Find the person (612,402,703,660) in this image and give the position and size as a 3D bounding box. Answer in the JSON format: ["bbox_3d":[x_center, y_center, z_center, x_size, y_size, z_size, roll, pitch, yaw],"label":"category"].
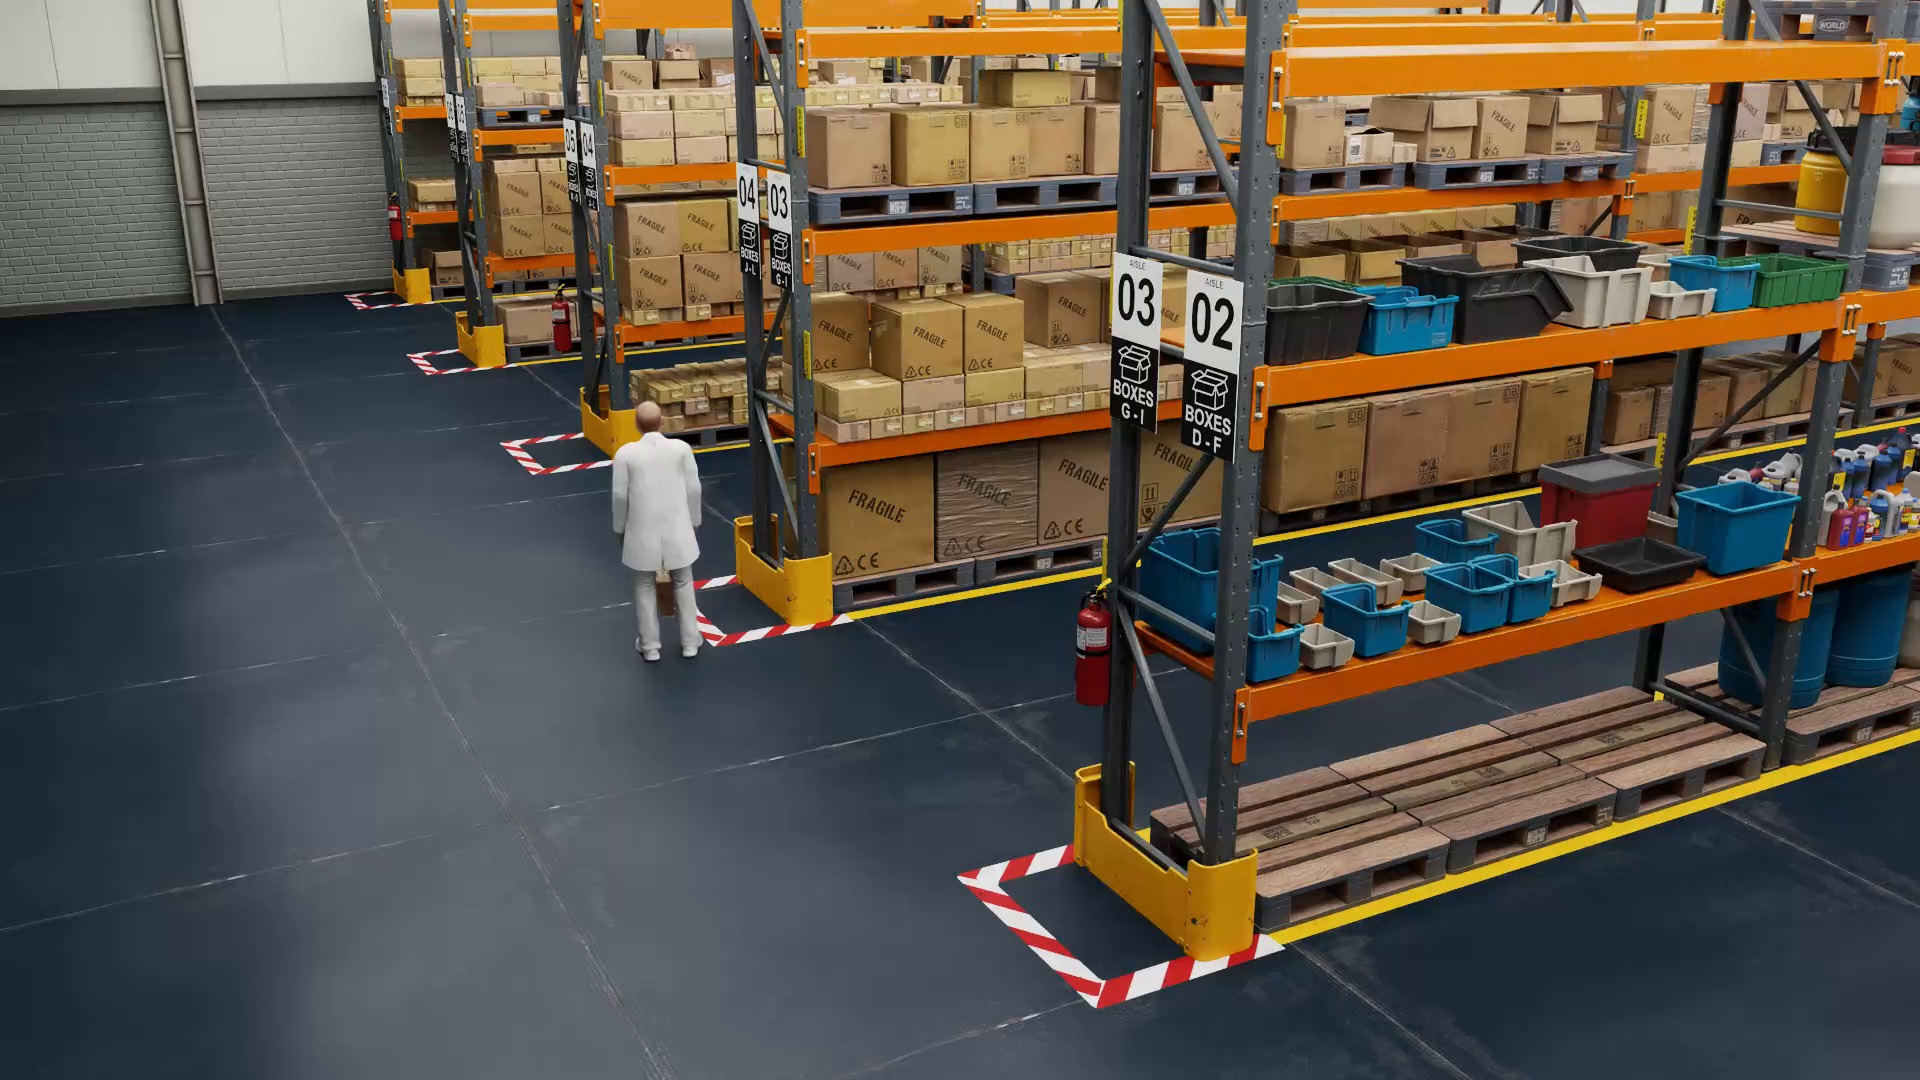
[{"bbox_3d":[-2.047,-0.064,11.274,0.601,1.776,0.425,-5,19,-15],"label":"person"}]
